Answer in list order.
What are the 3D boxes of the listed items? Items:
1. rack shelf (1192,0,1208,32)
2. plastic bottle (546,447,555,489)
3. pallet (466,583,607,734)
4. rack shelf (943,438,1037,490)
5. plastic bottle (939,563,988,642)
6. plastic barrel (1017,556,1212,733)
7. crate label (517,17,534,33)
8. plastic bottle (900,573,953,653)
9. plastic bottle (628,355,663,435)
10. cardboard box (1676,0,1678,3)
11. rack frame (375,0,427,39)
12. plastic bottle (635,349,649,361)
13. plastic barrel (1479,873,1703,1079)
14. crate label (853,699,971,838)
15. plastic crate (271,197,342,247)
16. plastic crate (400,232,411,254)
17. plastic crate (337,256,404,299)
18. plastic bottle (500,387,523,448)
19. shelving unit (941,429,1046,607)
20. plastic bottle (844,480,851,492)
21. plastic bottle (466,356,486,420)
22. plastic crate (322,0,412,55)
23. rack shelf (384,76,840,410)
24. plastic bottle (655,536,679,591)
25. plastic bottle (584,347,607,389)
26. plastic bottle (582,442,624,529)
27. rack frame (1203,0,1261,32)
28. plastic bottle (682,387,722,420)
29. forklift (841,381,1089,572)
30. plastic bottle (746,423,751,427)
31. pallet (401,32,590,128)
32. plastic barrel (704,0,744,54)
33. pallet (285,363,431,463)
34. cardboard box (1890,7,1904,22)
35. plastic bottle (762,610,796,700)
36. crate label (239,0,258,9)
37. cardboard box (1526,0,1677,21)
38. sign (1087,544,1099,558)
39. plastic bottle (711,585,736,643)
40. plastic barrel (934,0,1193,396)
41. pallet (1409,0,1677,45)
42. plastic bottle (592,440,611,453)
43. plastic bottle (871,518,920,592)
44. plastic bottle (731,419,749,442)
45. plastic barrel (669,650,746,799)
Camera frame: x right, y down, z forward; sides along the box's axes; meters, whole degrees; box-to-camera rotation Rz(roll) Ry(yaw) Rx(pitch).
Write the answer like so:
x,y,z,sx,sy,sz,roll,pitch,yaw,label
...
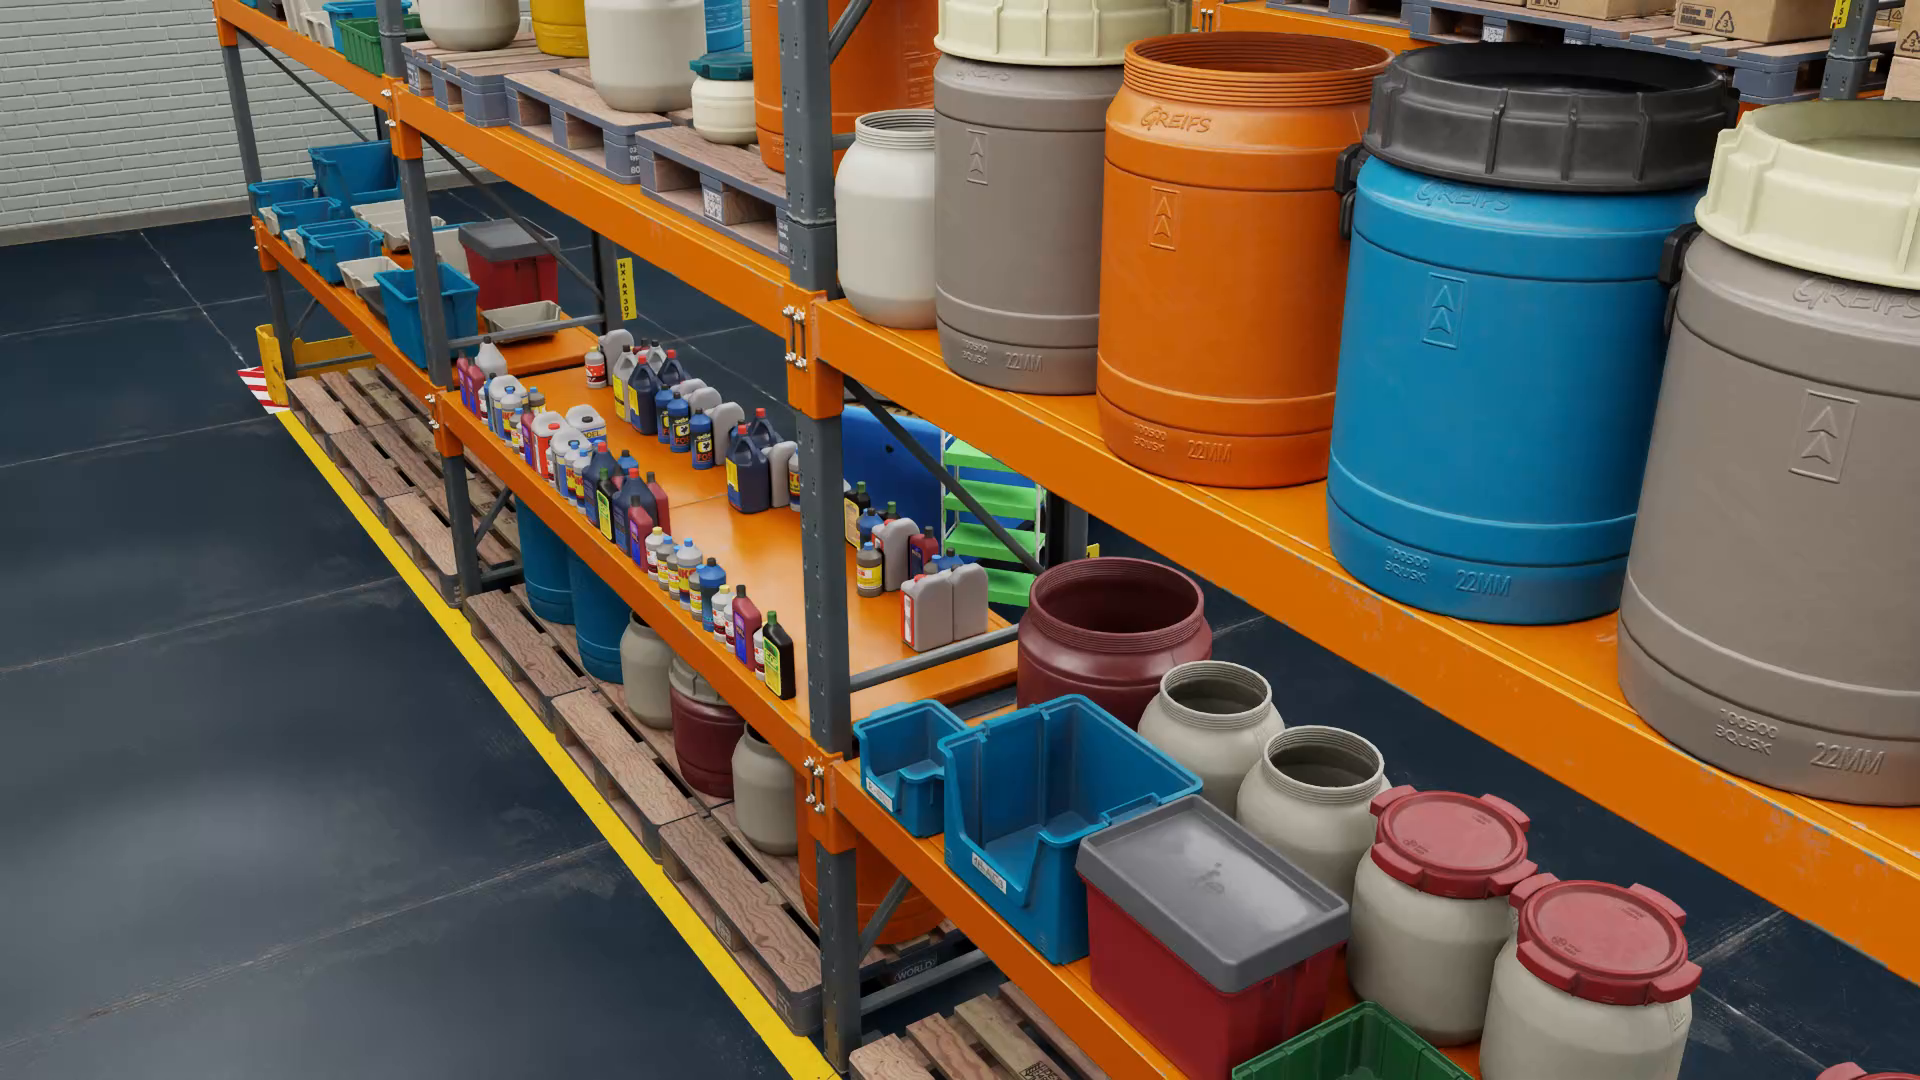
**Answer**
x,y,z,sx,sy,sz,roll,pitch,yaw,label
0.846,-3.956,11.945,1.077,0.370,4.000,-16,29,-30,rack shelf
-1.732,-0.332,7.172,0.097,0.201,0.097,0,25,0,plastic bottle
-1.825,0.491,8.462,1.003,0.211,1.213,-16,29,-30,pallet
0.182,-0.389,8.195,0.480,0.148,0.258,8,26,16,rack shelf
0.007,0.201,5.955,0.152,0.276,0.135,-16,29,-30,plastic bottle
0.479,0.409,5.210,0.600,0.536,0.708,-16,29,-30,plastic barrel
-2.237,-2.535,8.401,0.293,0.136,0.466,-16,29,-30,crate label
-0.121,0.237,5.880,0.152,0.276,0.135,-16,29,-30,plastic bottle
-1.456,-0.681,7.736,0.144,0.351,0.185,-16,29,-30,plastic bottle
5.666,-4.066,13.213,0.500,0.500,0.500,-17,30,-31,cardboard box
-2.212,-3.768,7.191,1.000,3.000,0.127,-16,29,-30,rack frame
-1.526,-0.803,8.082,0.152,0.276,0.135,-16,29,-30,plastic bottle
1.417,1.089,3.770,0.433,0.535,0.433,0,25,0,plastic barrel
-0.112,0.689,4.973,0.303,0.233,0.416,-16,29,-30,crate label
-4.177,-2.037,10.677,0.416,0.233,0.300,-16,29,-30,plastic crate
-3.303,-1.842,10.377,0.298,0.136,0.250,-16,29,-30,plastic crate
-3.414,-1.516,9.686,0.293,0.136,0.466,-16,29,-30,plastic crate
-2.038,-0.564,7.582,0.097,0.271,0.097,0,25,0,plastic bottle
0.182,-0.013,8.372,0.503,1.200,0.258,8,26,16,shelving unit
-0.485,-0.140,6.684,0.097,0.271,0.097,0,25,0,plastic bottle
-2.296,-0.724,7.907,0.061,0.283,0.133,-16,29,-30,plastic bottle
-2.976,-2.587,8.399,0.416,0.233,0.300,-16,29,-30,plastic crate
-1.120,-1.371,6.470,1.077,0.370,4.000,-16,29,-30,rack shelf
-1.099,0.083,6.293,0.097,0.201,0.097,0,25,0,plastic bottle
-1.820,-0.864,8.299,0.097,0.201,0.097,0,25,0,plastic bottle
-1.456,-0.237,6.796,0.144,0.351,0.185,-16,29,-30,plastic bottle
1.938,-2.210,10.917,1.000,3.000,0.127,-16,29,-30,rack frame
-1.177,-0.574,7.598,0.152,0.276,0.135,-16,29,-30,plastic bottle
0.295,-1.560,9.621,1.130,2.935,3.031,13,28,25,forklift
-0.886,-0.423,7.268,0.061,0.283,0.133,-16,29,-30,plastic bottle
-1.702,-2.069,7.326,1.213,0.211,1.003,-16,29,-30,pallet
-1.152,-2.254,6.417,0.600,0.901,0.708,-16,29,-30,plastic barrel
-3.977,-0.921,11.454,1.003,0.211,1.213,-16,29,-30,pallet
9.482,-5.304,16.184,0.500,0.500,0.500,-16,30,-30,cardboard box
-0.606,0.383,5.562,0.061,0.283,0.133,-16,29,-30,plastic bottle
-4.162,-3.370,10.035,0.408,0.251,0.502,-16,29,-30,crate label
3.184,-2.860,8.172,0.500,0.500,0.500,-14,29,-27,cardboard box
0.429,0.171,5.683,0.100,0.325,0.005,-16,29,-30,sign
-0.833,0.257,5.924,0.097,0.201,0.097,0,25,0,plastic bottle
0.239,-0.863,3.964,0.600,0.901,0.600,0,25,0,plastic barrel
3.113,-2.667,8.594,1.003,0.211,1.213,-14,29,-27,pallet
-1.552,-0.333,7.174,0.097,0.201,0.097,0,25,0,plastic bottle
-0.246,0.036,6.306,0.152,0.276,0.135,-16,29,-30,plastic bottle
-0.943,-0.392,7.218,0.097,0.271,0.097,0,25,0,plastic bottle
-0.926,0.701,7.084,0.600,0.588,0.708,-16,29,-30,plastic barrel
